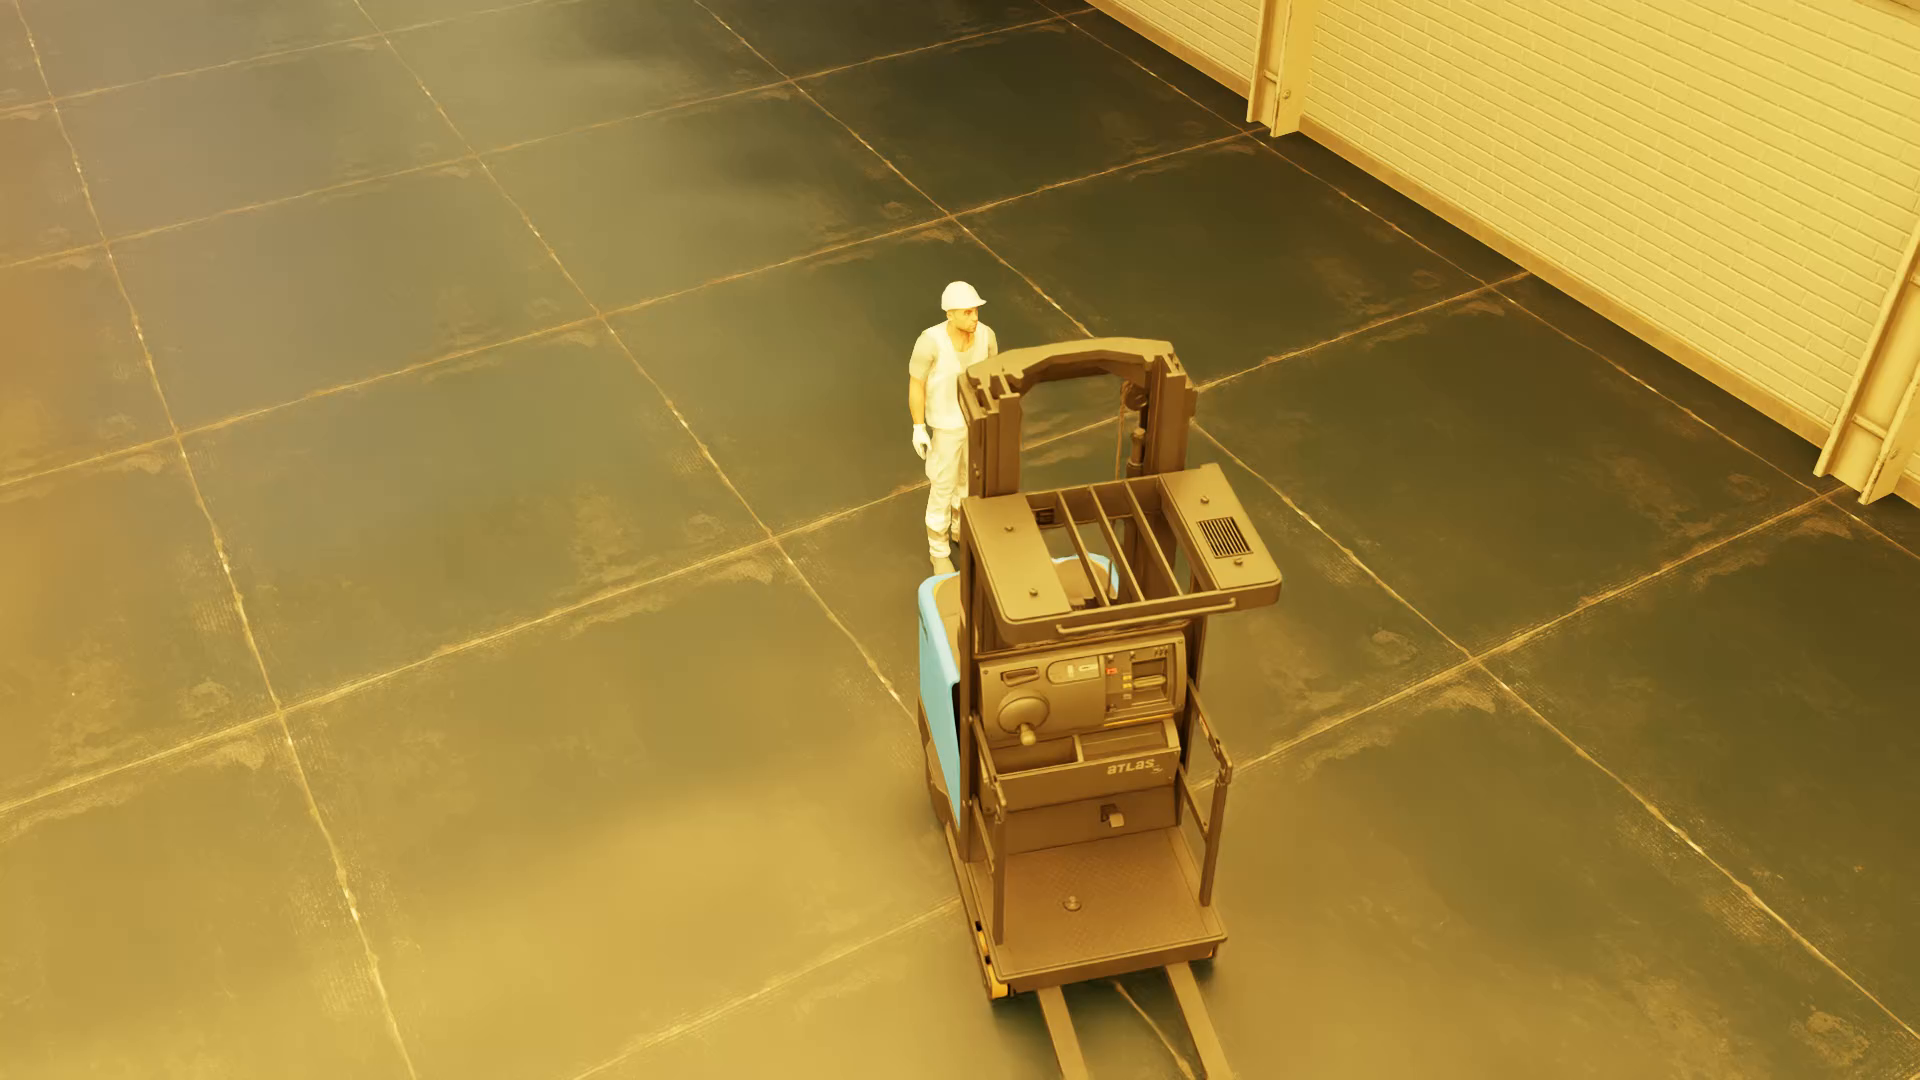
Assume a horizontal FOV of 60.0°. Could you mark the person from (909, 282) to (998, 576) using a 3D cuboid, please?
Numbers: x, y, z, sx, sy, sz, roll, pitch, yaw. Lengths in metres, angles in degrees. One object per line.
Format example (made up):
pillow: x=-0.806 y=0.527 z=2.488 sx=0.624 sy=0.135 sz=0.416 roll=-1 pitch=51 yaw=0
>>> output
person: x=0.030 y=-0.644 z=9.699 sx=0.637 sy=1.785 sz=0.562 roll=-20 pitch=44 yaw=-23

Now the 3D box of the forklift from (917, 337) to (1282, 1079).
forklift: x=0.595 y=0.738 z=7.147 sx=1.130 sy=2.935 sz=3.031 roll=-8 pitch=40 yaw=-10
